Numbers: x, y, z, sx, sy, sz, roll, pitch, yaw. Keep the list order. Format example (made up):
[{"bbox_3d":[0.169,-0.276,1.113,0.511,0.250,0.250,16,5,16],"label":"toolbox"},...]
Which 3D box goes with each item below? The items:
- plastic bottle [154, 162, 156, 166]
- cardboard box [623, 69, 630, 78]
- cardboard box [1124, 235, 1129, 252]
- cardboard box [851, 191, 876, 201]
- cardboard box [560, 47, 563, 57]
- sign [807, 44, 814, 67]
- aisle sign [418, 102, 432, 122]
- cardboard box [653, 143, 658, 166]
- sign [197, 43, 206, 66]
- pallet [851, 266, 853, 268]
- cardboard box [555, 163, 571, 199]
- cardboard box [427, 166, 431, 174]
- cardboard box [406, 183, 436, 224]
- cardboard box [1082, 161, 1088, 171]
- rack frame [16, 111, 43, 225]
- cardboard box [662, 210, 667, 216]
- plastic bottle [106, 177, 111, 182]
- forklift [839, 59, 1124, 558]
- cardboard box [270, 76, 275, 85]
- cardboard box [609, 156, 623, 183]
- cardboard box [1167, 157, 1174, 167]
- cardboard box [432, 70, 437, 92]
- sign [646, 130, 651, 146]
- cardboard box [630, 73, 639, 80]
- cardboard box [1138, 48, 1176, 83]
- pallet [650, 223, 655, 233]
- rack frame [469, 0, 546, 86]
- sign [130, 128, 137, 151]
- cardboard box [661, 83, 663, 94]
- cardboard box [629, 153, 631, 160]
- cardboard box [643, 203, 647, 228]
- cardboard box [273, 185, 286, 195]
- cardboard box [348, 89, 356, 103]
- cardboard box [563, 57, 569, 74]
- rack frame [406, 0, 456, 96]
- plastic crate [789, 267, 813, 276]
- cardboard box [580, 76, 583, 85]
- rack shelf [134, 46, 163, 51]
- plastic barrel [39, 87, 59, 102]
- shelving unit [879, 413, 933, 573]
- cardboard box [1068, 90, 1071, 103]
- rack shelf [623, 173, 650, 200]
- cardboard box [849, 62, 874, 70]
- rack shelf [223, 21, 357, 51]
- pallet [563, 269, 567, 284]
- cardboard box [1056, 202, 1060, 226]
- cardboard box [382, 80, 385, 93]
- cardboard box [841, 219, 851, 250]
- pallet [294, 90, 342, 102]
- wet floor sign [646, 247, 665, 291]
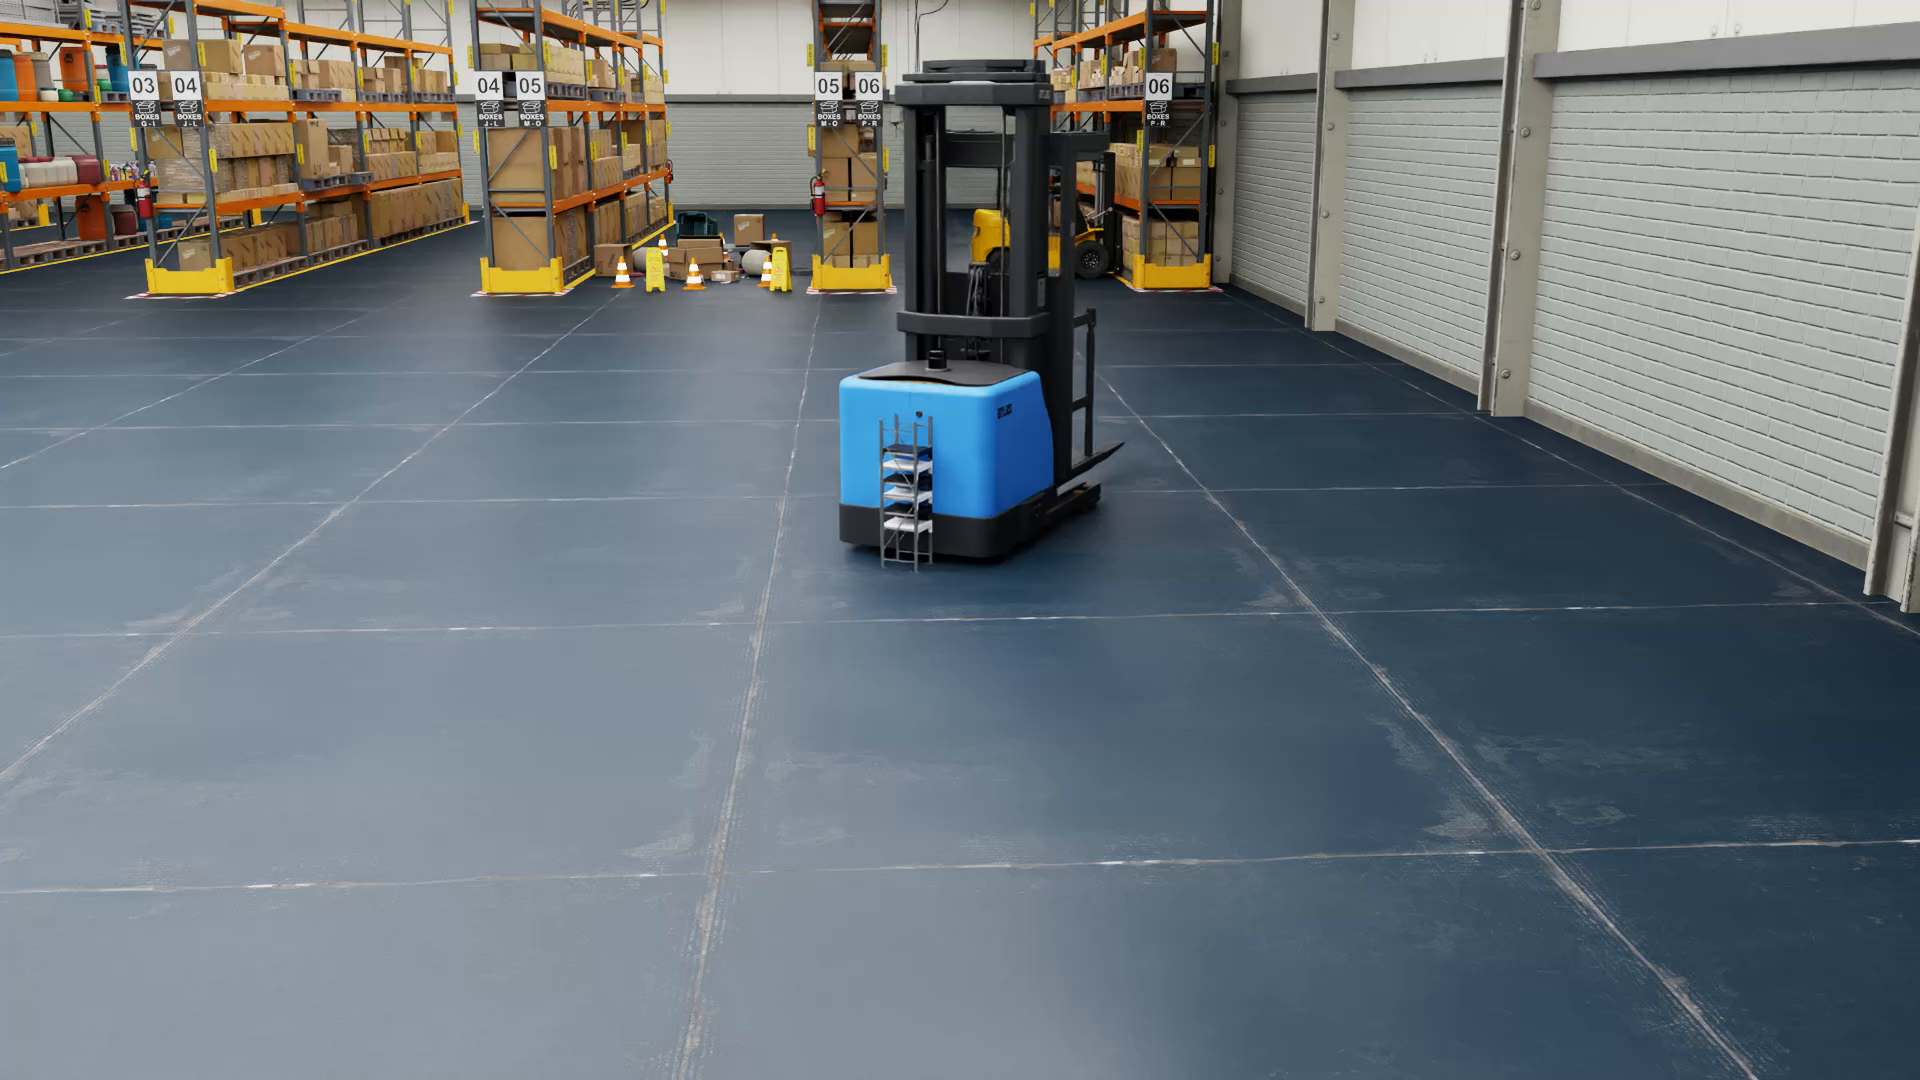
[{"bbox_3d":[-16.852,-7.784,34.858,0.144,0.351,0.185,-1,14,-3],"label":"plastic bottle"},{"bbox_3d":[-7.433,-9.814,35.585,0.700,0.500,0.500,-1,14,-3],"label":"cardboard box"},{"bbox_3d":[2.922,-4.755,26.658,0.500,0.250,0.500,-1,14,-4],"label":"cardboard box"},{"bbox_3d":[-1.483,-5.288,25.564,0.380,0.149,0.250,-1,14,-3],"label":"cardboard box"},{"bbox_3d":[-6.384,-7.594,25.861,0.380,0.149,0.250,-1,14,-4],"label":"cardboard box"},{"bbox_3d":[-2.224,-7.200,24.694,0.100,0.325,0.005,-1,14,-3],"label":"sign"},{"bbox_3d":[-12.855,-10.421,39.790,0.394,0.787,0.004,-1,14,-3],"label":"aisle sign"},{"bbox_3d":[-7.159,-8.773,37.808,0.500,0.500,0.500,-1,14,-5],"label":"cardboard box"},{"bbox_3d":[-11.018,-7.054,24.147,0.100,0.325,0.005,-1,14,-3],"label":"sign"},{"bbox_3d":[-1.689,-4.193,26.400,1.003,0.211,1.213,-1,14,-3],"label":"pallet"},{"bbox_3d":[-6.637,-5.663,26.214,0.875,0.550,0.550,-1,14,-3],"label":"cardboard box"},{"bbox_3d":[-12.023,-8.241,37.042,0.380,0.149,0.250,0,14,-2],"label":"cardboard box"},{"bbox_3d":[-12.264,-7.493,37.052,0.875,0.875,0.875,-1,14,-3],"label":"cardboard box"},{"bbox_3d":[2.617,-7.190,31.748,0.500,0.250,0.500,-1,14,-5],"label":"cardboard box"},{"bbox_3d":[-22.439,-8.996,39.472,1.000,3.000,0.127,-1,14,-3],"label":"rack frame"},{"bbox_3d":[-7.237,-7.832,39.827,0.380,0.149,0.250,0,14,-2],"label":"cardboard box"},{"bbox_3d":[-16.703,-7.135,32.486,0.152,0.276,0.135,-1,14,-3],"label":"plastic bottle"},{"bbox_3d":[0.315,-1.634,10.993,1.130,2.935,3.031,6,16,23],"label":"forklift"},{"bbox_3d":[-11.472,-7.532,27.261,0.380,0.149,0.250,-2,15,-6],"label":"cardboard box"},{"bbox_3d":[-6.803,-7.151,32.098,0.500,0.500,0.500,-1,14,-3],"label":"cardboard box"},{"bbox_3d":[3.444,-5.911,25.978,0.380,0.149,0.250,-1,14,-3],"label":"cardboard box"},{"bbox_3d":[-12.551,-10.631,38.561,0.700,0.500,0.500,-1,14,-5],"label":"cardboard box"},{"bbox_3d":[-6.793,-8.775,36.289,0.100,0.325,0.005,-1,14,-3],"label":"sign"},{"bbox_3d":[-7.123,-10.096,36.225,0.380,0.149,0.250,-1,14,-4],"label":"cardboard box"},{"bbox_3d":[3.014,-7.259,25.456,0.500,0.500,0.500,0,14,-2],"label":"cardboard box"},{"bbox_3d":[-7.424,-7.021,37.391,1.003,0.211,1.213,-1,14,-3],"label":"pallet"},{"bbox_3d":[-6.603,-8.126,24.050,1.000,3.000,0.127,-1,14,-3],"label":"rack frame"},{"bbox_3d":[-12.115,-5.879,24.400,0.100,0.325,0.005,-1,14,-3],"label":"sign"},{"bbox_3d":[-7.312,-10.711,39.415,0.500,0.250,0.500,-1,14,-5],"label":"cardboard box"},{"bbox_3d":[-7.030,-7.947,34.456,0.380,0.149,0.250,0,14,-1],"label":"cardboard box"},{"bbox_3d":[-7.049,-7.018,35.955,0.500,0.500,0.500,-1,14,-5],"label":"cardboard box"},{"bbox_3d":[-11.413,-5.808,27.582,0.380,0.149,0.250,-1,14,-3],"label":"cardboard box"},{"bbox_3d":[-11.781,-8.424,31.530,0.500,0.250,0.500,-1,14,-3],"label":"cardboard box"},{"bbox_3d":[-6.472,-7.497,26.285,0.500,0.250,0.500,-1,14,-4],"label":"cardboard box"},{"bbox_3d":[-12.551,-12.054,39.315,1.000,3.000,0.127,-1,14,-3],"label":"rack frame"},{"bbox_3d":[-2.638,-4.500,27.855,0.402,0.080,0.583,-6,16,-23],"label":"plastic crate"},{"bbox_3d":[-6.494,-7.650,27.680,0.380,0.149,0.250,-1,14,-3],"label":"cardboard box"},{"bbox_3d":[-17.371,-10.938,37.224,1.077,0.370,4.000,-1,14,-3],"label":"rack shelf"},{"bbox_3d":[-16.687,-8.155,30.461,0.301,0.262,0.301,0,14,0],"label":"plastic barrel"},{"bbox_3d":[-0.316,-0.277,9.795,0.258,0.900,0.210,6,16,23],"label":"shelving unit"},{"bbox_3d":[2.483,-9.018,33.838,0.500,0.250,0.500,-1,14,-3],"label":"cardboard box"},{"bbox_3d":[-7.223,-7.359,34.553,1.077,0.370,4.000,-1,14,-3],"label":"rack shelf"},{"bbox_3d":[-1.487,-7.131,25.106,0.380,0.149,0.250,-1,14,-4],"label":"cardboard box"},{"bbox_3d":[-11.932,-9.025,29.789,1.077,0.370,4.000,-1,14,-3],"label":"rack shelf"},{"bbox_3d":[-6.731,-4.068,25.913,1.003,0.211,1.213,-1,14,-3],"label":"pallet"},{"bbox_3d":[2.390,-7.121,36.356,0.500,0.500,0.500,-1,14,-4],"label":"cardboard box"},{"bbox_3d":[-12.325,-9.492,34.716,0.500,0.311,0.500,-1,14,-5],"label":"cardboard box"},{"bbox_3d":[-2.015,-4.882,26.652,0.500,0.500,0.500,0,14,-1],"label":"cardboard box"},{"bbox_3d":[-11.807,-7.939,29.719,1.213,0.211,1.003,-1,14,-3],"label":"pallet"},{"bbox_3d":[-4.625,-4.104,25.181,0.267,0.644,0.232,-3,15,-13],"label":"wet floor sign"}]
